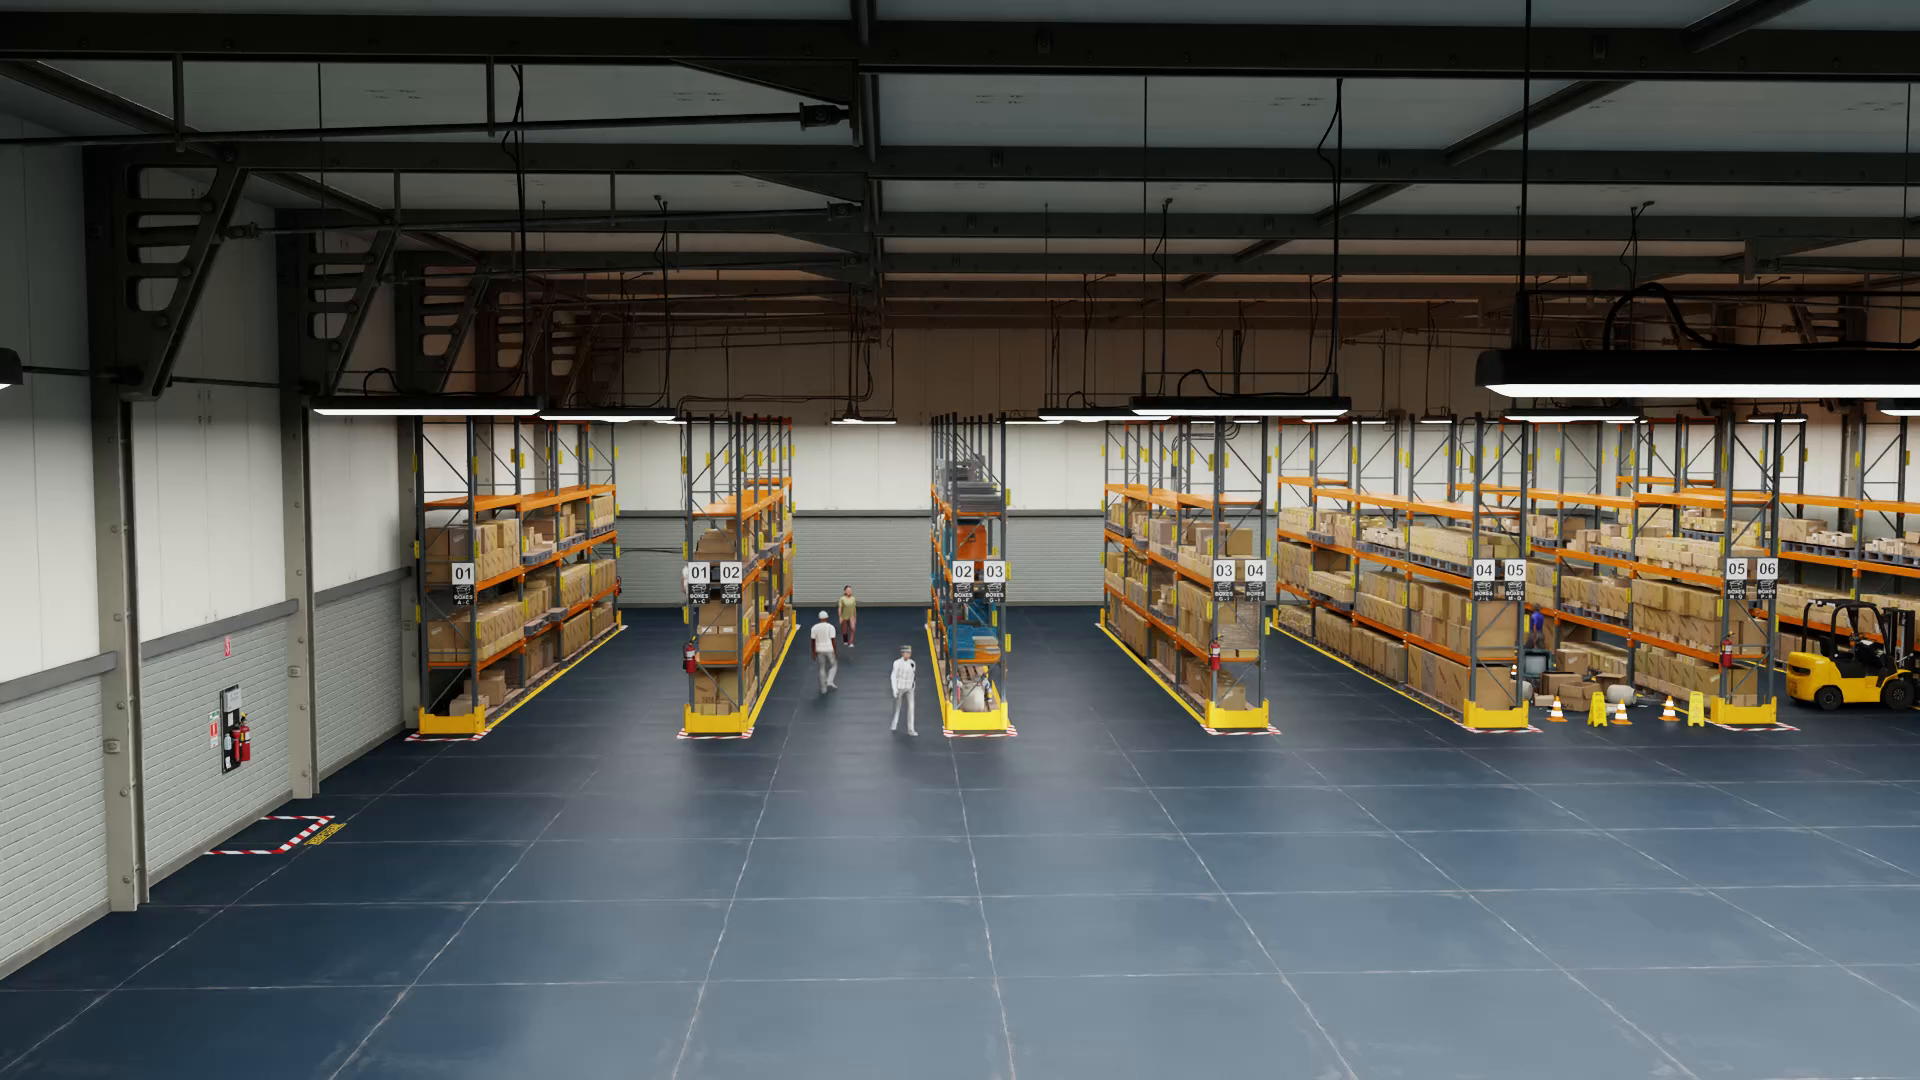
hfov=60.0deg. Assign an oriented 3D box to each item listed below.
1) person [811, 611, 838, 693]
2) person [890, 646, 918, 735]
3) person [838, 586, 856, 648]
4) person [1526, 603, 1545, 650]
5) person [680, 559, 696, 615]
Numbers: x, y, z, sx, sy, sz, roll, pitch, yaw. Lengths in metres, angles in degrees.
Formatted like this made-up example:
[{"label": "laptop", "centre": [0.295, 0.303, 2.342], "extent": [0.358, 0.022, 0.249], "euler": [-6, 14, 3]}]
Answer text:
[{"label": "person", "centre": [-2.922, 2.403, 35.770], "extent": [0.600, 1.756, 0.491], "euler": [1, 4, 8]}, {"label": "person", "centre": [-1.040, 2.778, 31.000], "extent": [0.513, 1.632, 0.910], "euler": [-1, 4, -21]}, {"label": "person", "centre": [-2.791, 1.895, 41.111], "extent": [0.447, 1.531, 1.086], "euler": [0, 4, -6]}, {"label": "person", "centre": [13.356, 2.305, 38.471], "extent": [0.457, 1.696, 0.551], "euler": [-1, 4, -18]}, {"label": "person", "centre": [-8.275, 1.399, 50.735], "extent": [0.879, 1.705, 0.540], "euler": [3, 5, 39]}]
